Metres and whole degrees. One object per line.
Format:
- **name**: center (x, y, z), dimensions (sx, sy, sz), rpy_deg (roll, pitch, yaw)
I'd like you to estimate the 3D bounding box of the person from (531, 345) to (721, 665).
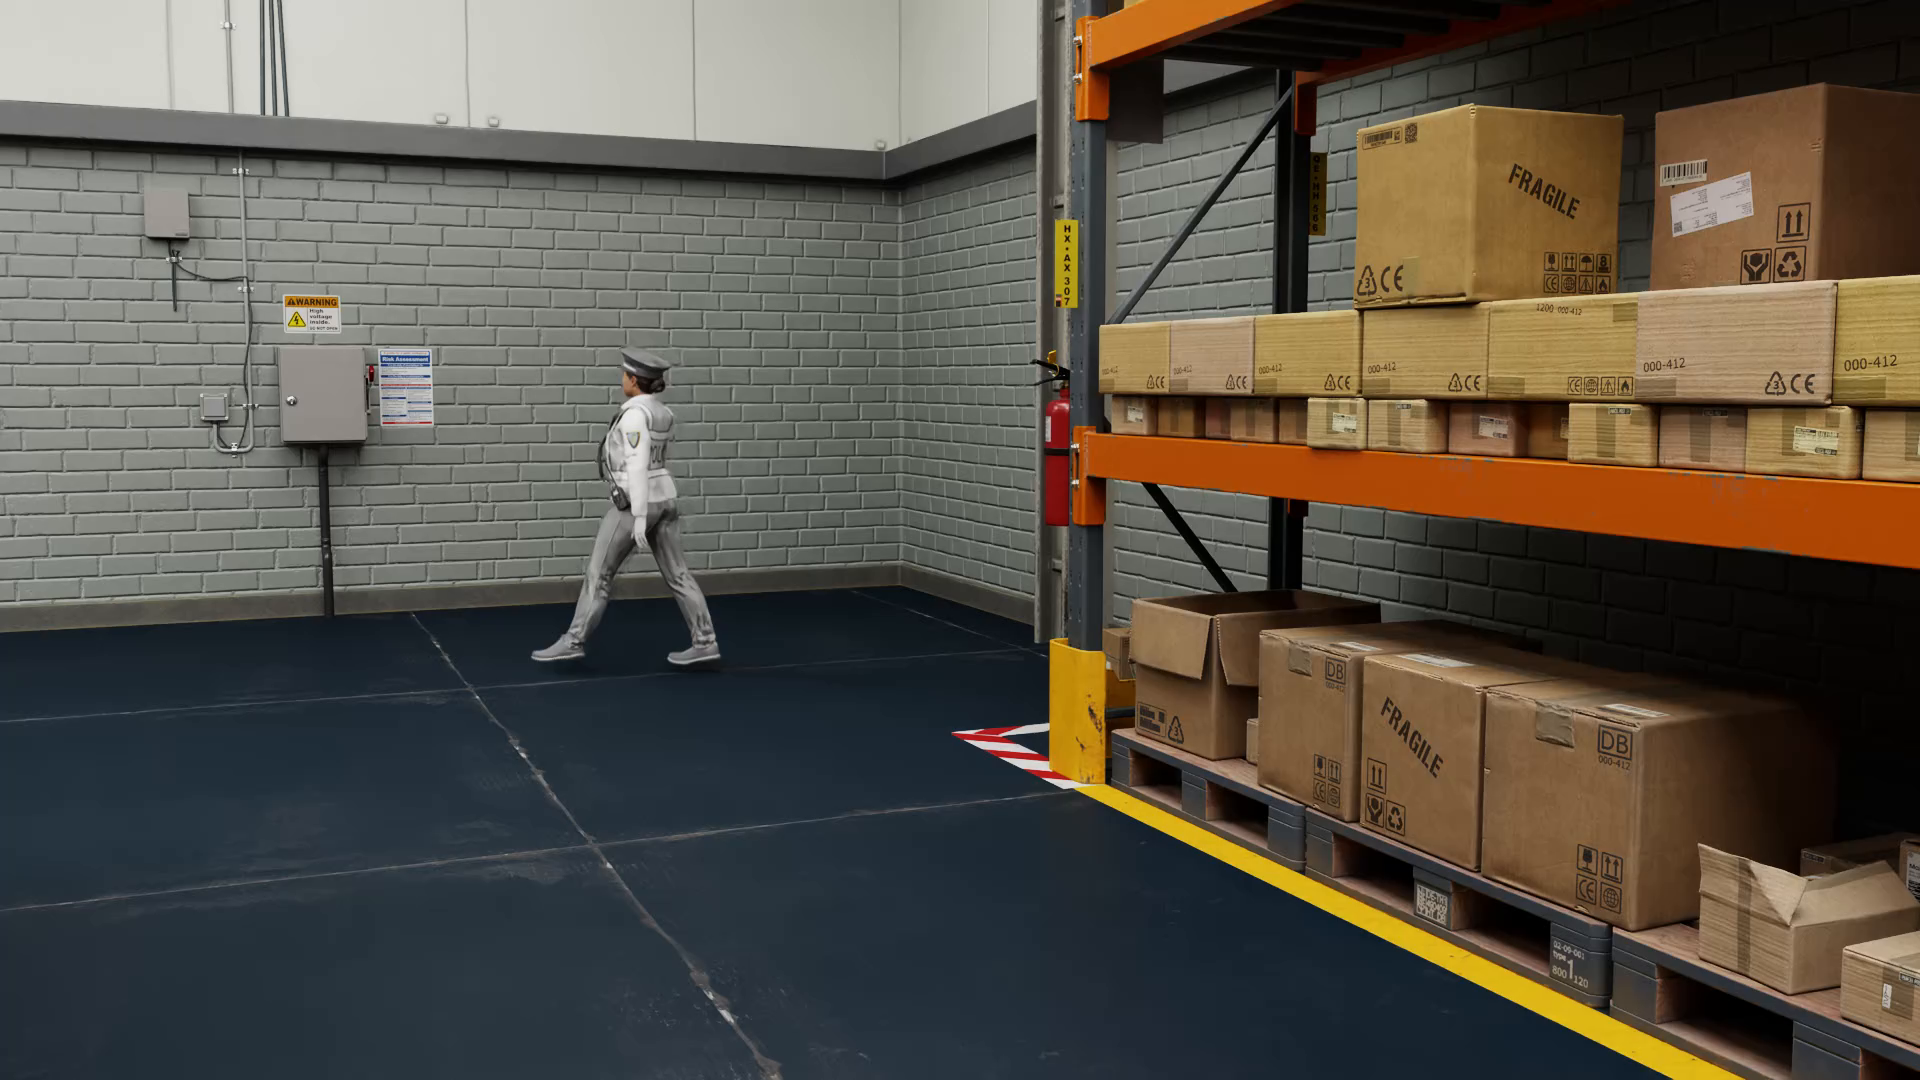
- **person**: center (-1.712, -0.179, 8.563), dimensions (0.973, 1.636, 0.521), rpy_deg (2, 6, 21)
